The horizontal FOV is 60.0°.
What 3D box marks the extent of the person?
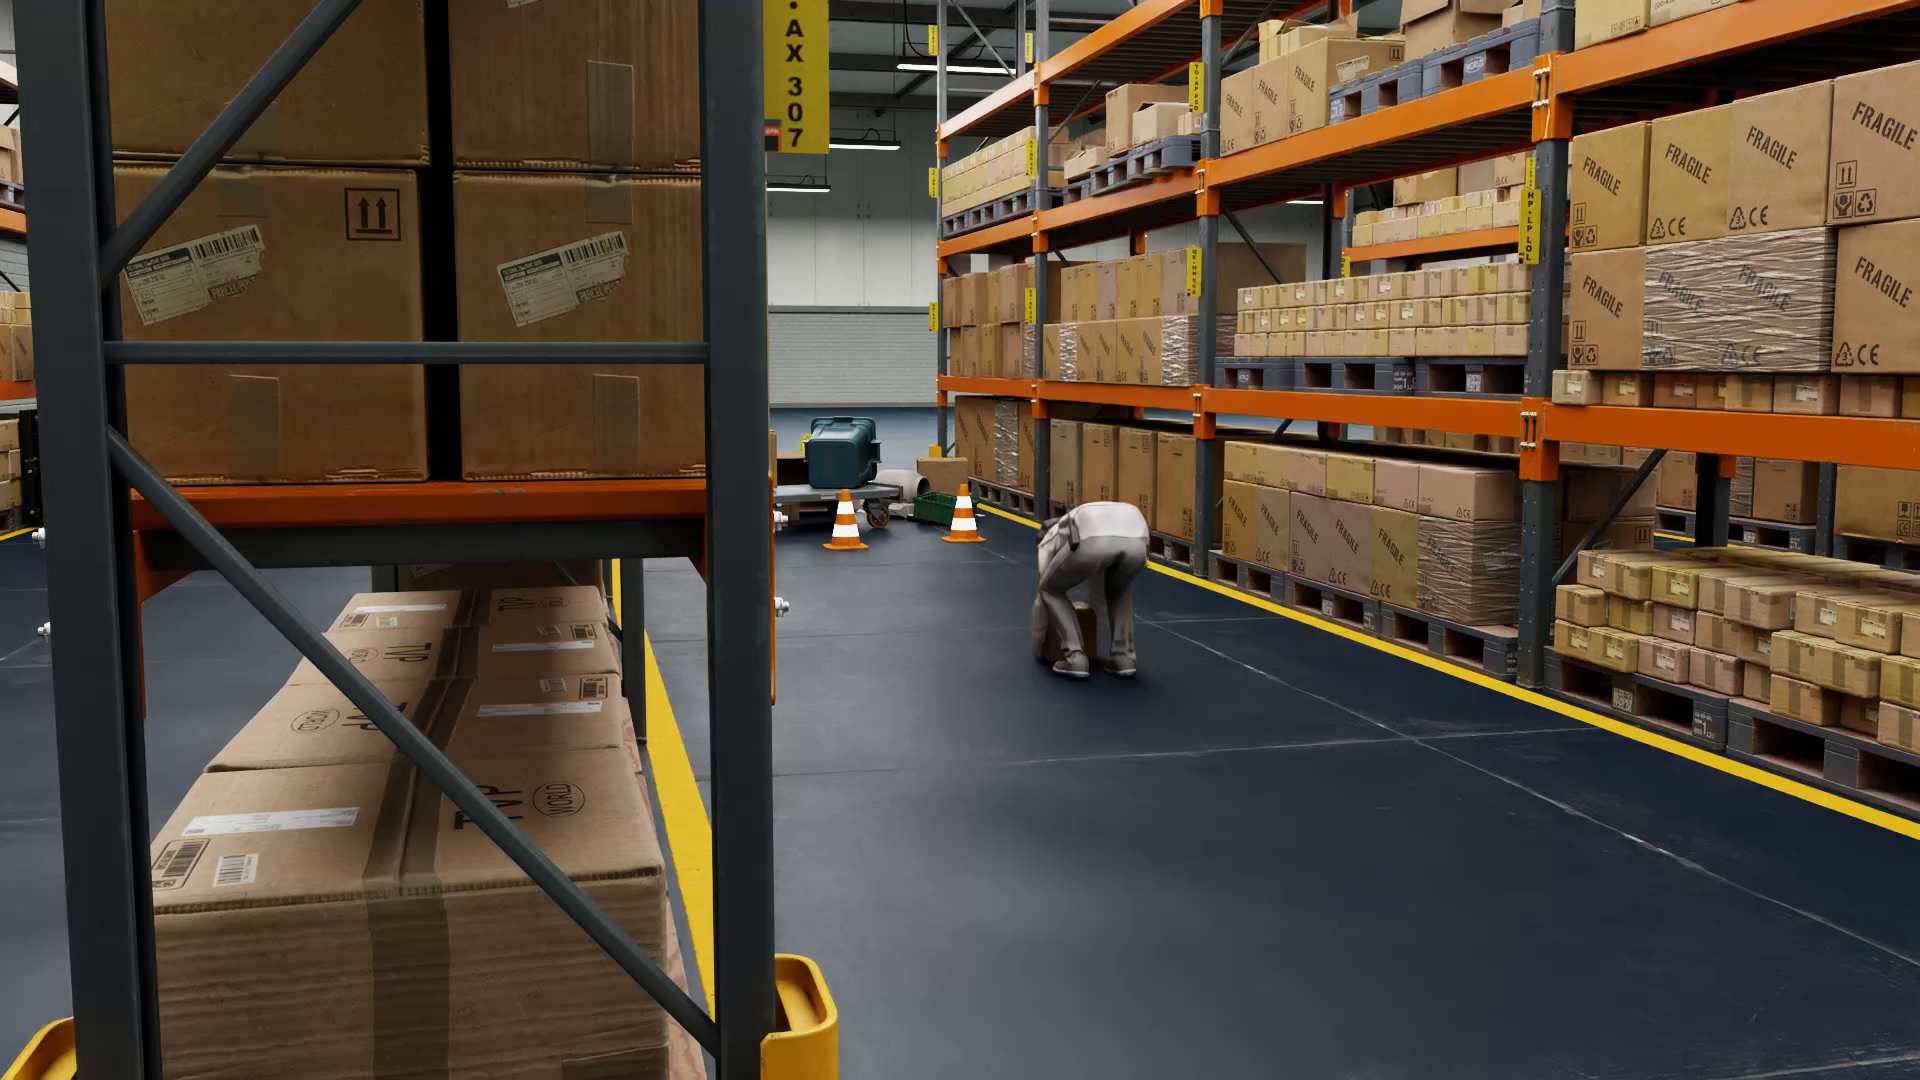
[{"bbox_3d":[0.591,0.052,8.088,0.411,1.151,0.924,-2,6,-16],"label":"person"}]
